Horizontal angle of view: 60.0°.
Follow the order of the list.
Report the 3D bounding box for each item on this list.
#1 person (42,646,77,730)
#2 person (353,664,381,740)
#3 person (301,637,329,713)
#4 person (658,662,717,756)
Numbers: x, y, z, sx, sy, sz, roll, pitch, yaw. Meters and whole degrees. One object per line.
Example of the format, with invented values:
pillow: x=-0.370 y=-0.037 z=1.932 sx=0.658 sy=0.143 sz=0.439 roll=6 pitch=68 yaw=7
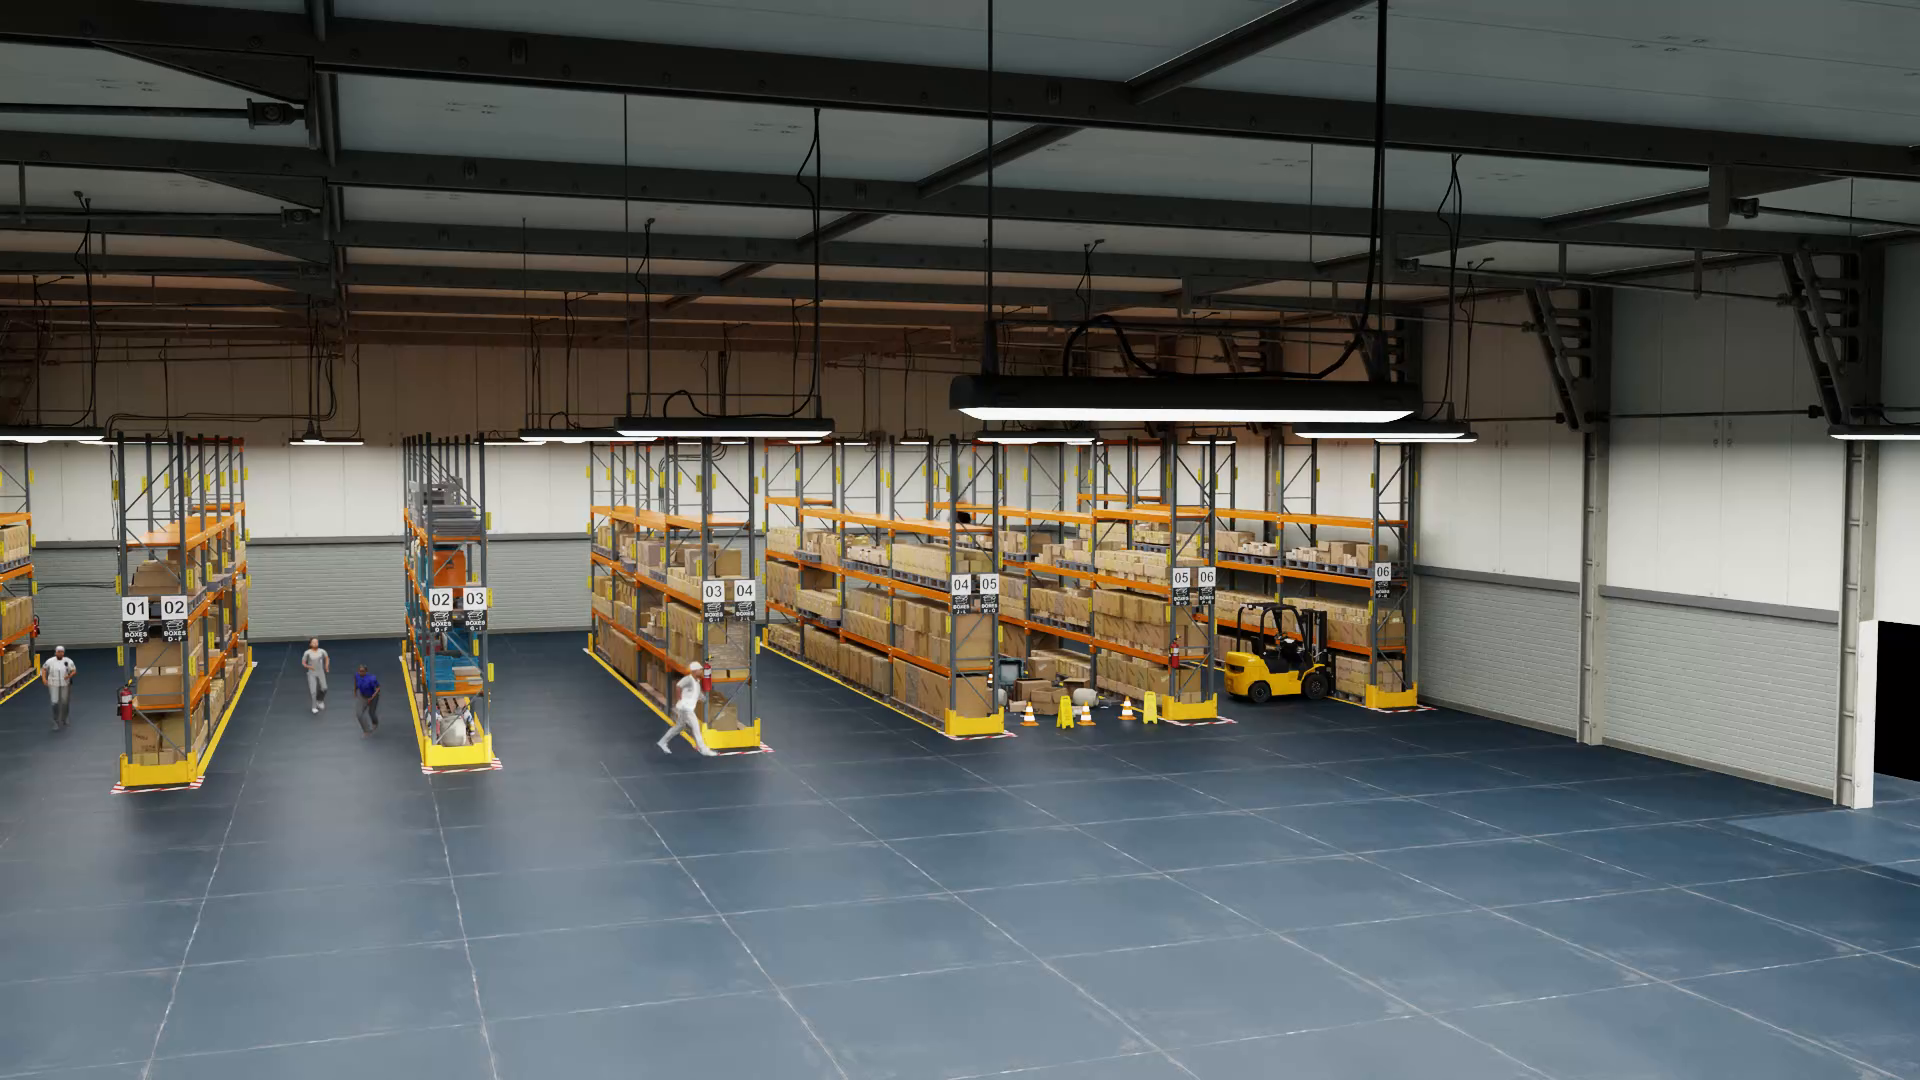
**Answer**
person: x=-18.419 y=3.024 z=34.034 sx=0.614 sy=1.733 sz=0.718 roll=-2 pitch=4 yaw=-32
person: x=-11.696 y=3.149 z=32.977 sx=0.569 sy=1.503 sz=1.029 roll=0 pitch=3 yaw=1
person: x=-13.890 y=2.919 z=35.902 sx=0.597 sy=1.630 sz=0.552 roll=-2 pitch=4 yaw=-32
person: x=-5.037 y=3.105 z=30.653 sx=1.136 sy=1.726 sz=0.697 roll=0 pitch=3 yaw=5
